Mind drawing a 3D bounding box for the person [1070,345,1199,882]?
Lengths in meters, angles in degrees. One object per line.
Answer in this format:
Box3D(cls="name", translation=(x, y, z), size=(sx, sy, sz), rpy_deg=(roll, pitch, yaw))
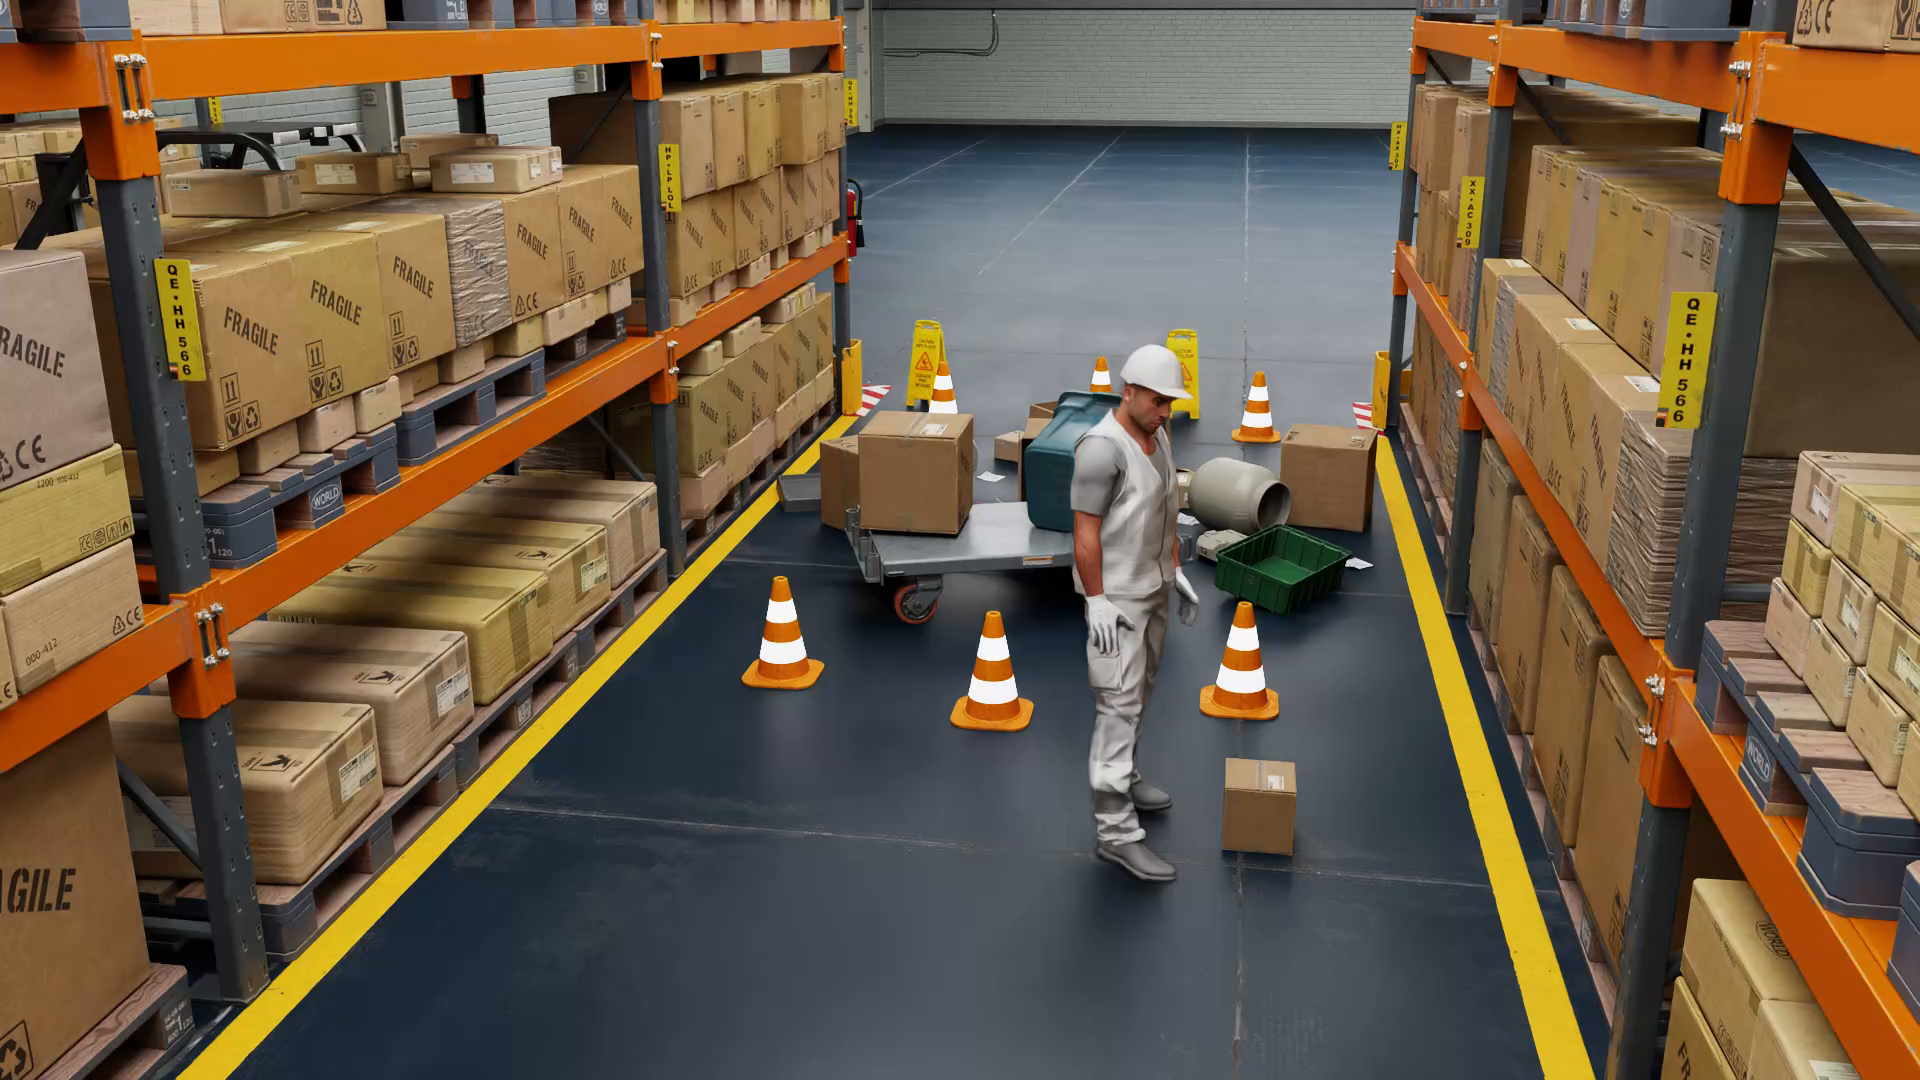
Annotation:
Box3D(cls="person", translation=(0.647, 0.225, 5.774), size=(0.568, 1.776, 0.690), rpy_deg=(11, 21, 31))
